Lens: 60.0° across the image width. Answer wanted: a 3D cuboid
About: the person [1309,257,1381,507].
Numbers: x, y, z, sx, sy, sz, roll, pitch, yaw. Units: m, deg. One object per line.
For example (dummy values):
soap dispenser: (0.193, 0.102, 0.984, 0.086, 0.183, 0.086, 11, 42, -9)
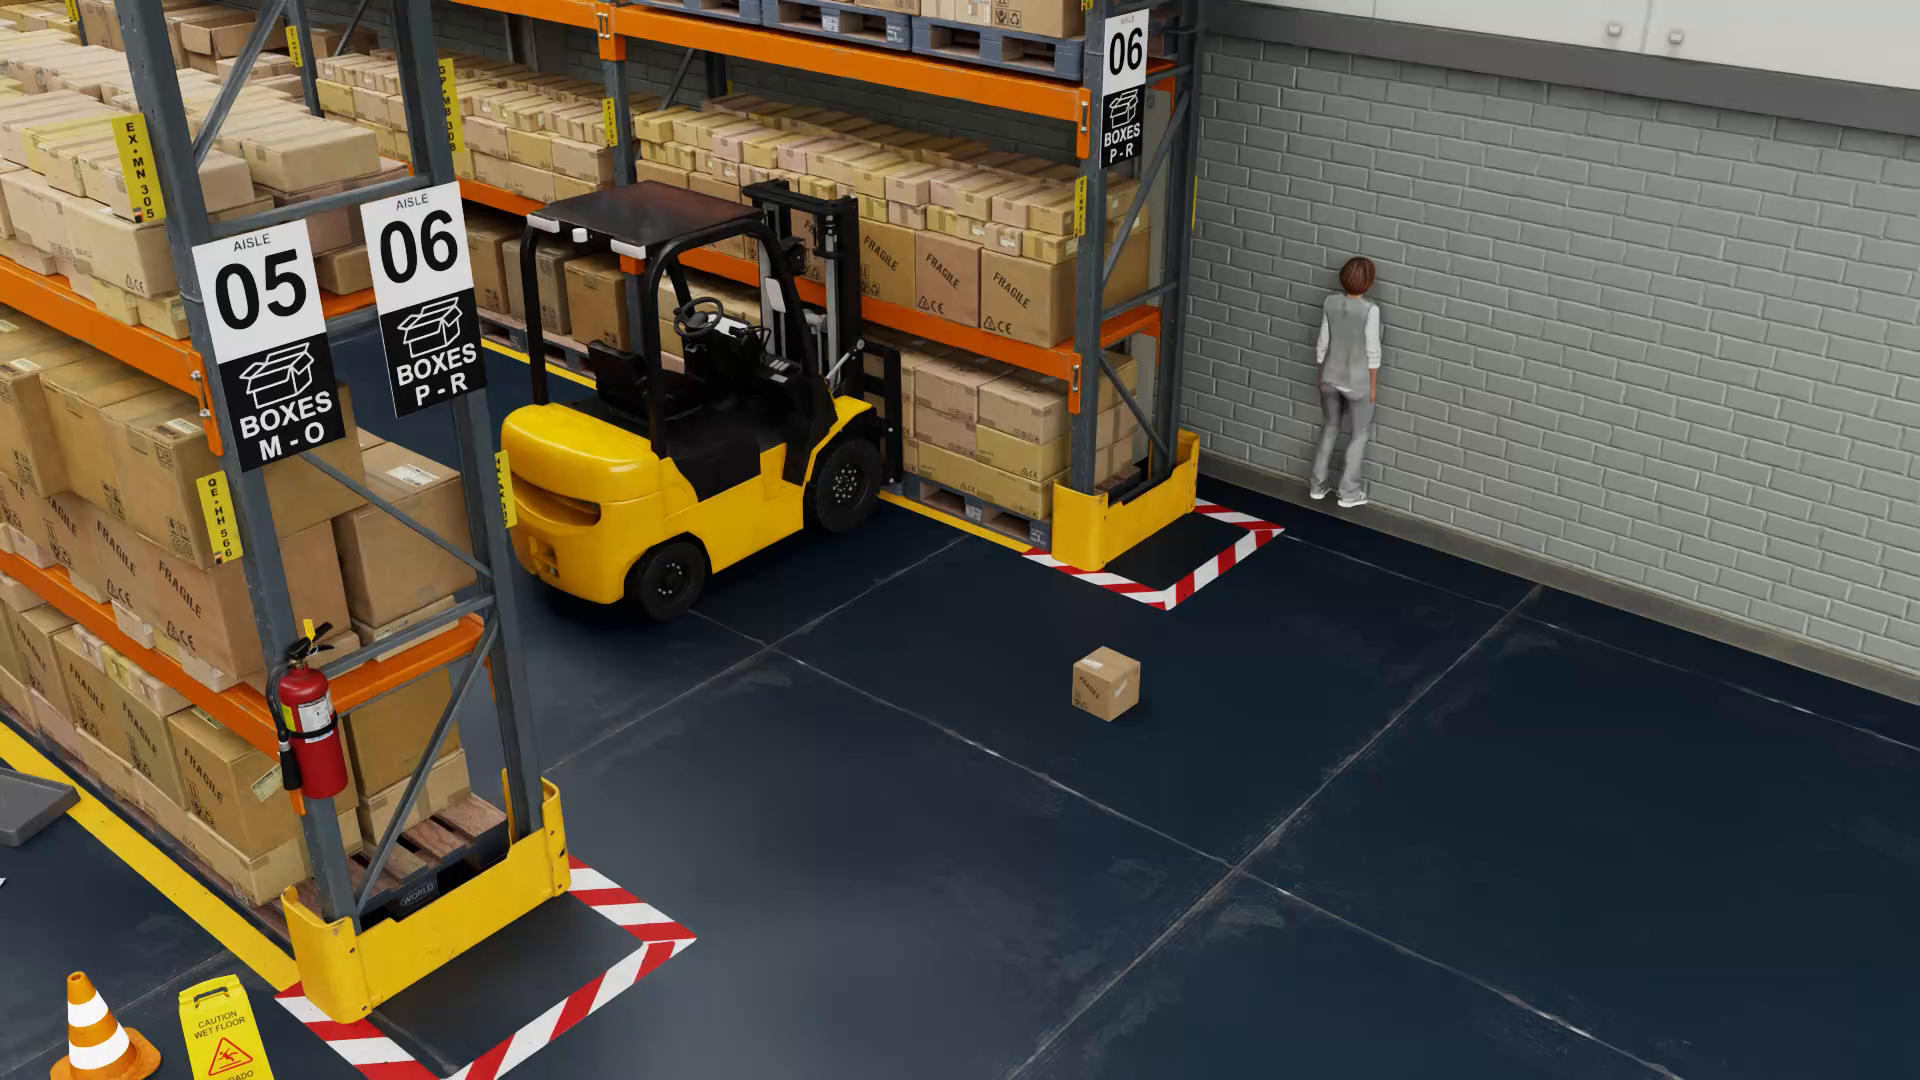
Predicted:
person: (2.364, -0.965, 10.150, 0.408, 1.588, 0.311, 20, 34, 34)
